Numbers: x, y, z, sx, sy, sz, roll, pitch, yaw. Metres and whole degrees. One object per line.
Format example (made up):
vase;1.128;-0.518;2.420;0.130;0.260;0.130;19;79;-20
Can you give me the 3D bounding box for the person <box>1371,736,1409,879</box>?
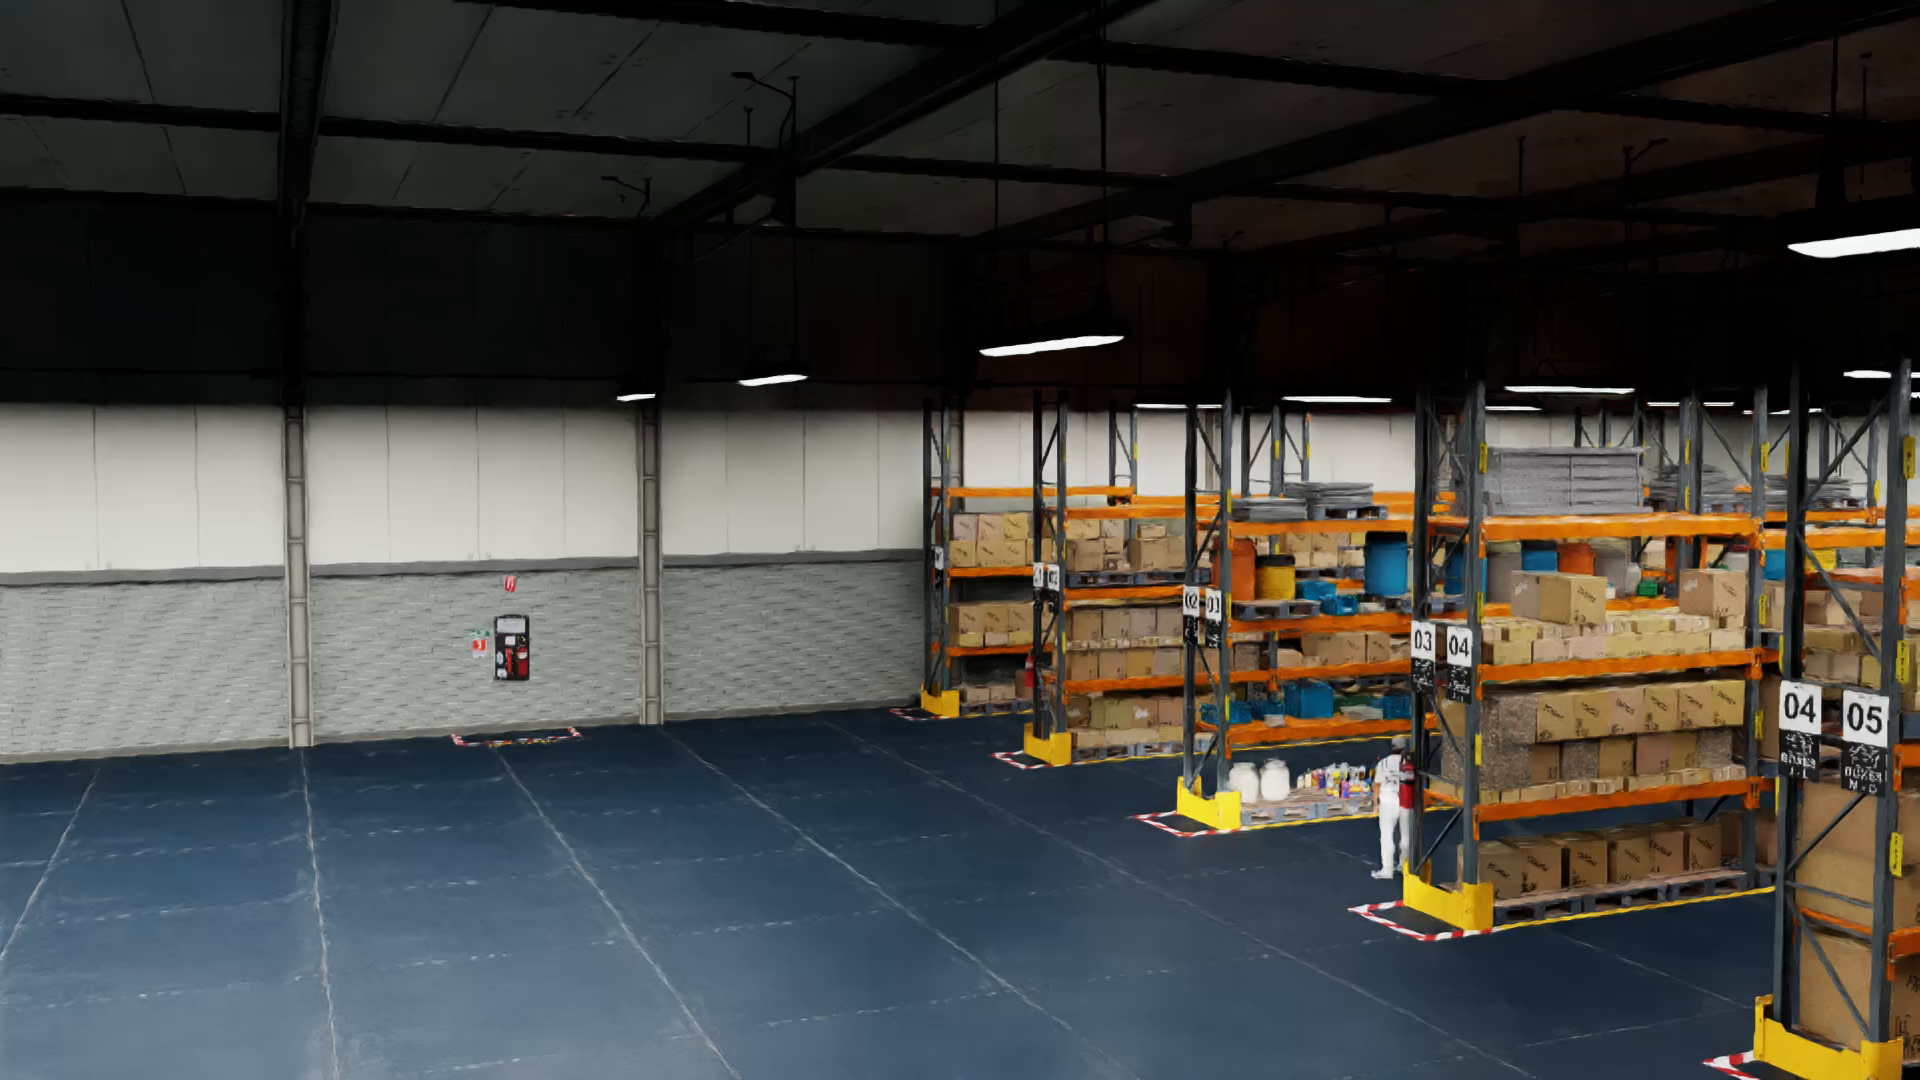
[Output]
person;5.186;3.158;19.774;0.611;1.657;0.567;0;3;1
